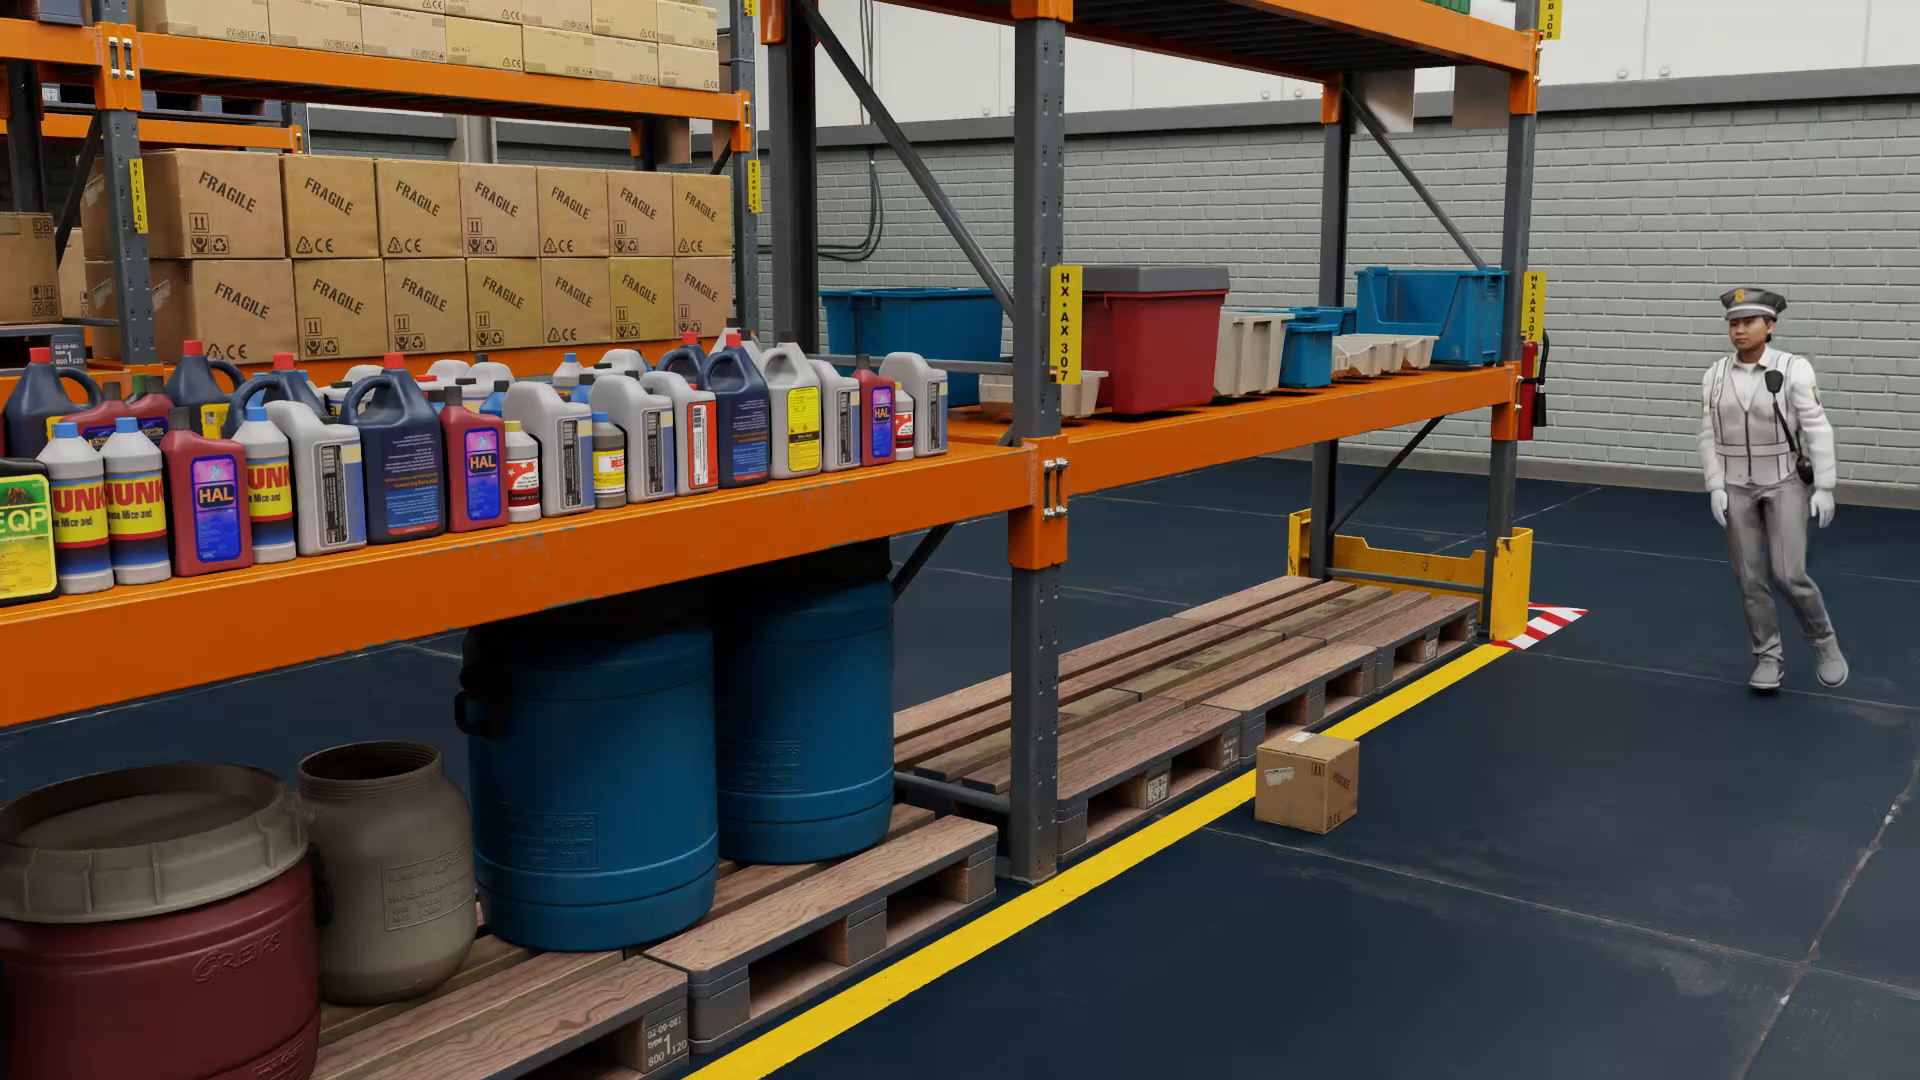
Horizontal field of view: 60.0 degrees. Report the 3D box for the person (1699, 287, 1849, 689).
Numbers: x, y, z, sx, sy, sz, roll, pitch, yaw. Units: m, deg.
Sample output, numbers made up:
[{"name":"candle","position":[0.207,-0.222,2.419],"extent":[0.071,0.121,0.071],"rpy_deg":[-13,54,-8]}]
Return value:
[{"name":"person","position":[3.390,-0.208,6.915],"extent":[0.627,1.668,0.420],"rpy_deg":[9,14,43]}]
